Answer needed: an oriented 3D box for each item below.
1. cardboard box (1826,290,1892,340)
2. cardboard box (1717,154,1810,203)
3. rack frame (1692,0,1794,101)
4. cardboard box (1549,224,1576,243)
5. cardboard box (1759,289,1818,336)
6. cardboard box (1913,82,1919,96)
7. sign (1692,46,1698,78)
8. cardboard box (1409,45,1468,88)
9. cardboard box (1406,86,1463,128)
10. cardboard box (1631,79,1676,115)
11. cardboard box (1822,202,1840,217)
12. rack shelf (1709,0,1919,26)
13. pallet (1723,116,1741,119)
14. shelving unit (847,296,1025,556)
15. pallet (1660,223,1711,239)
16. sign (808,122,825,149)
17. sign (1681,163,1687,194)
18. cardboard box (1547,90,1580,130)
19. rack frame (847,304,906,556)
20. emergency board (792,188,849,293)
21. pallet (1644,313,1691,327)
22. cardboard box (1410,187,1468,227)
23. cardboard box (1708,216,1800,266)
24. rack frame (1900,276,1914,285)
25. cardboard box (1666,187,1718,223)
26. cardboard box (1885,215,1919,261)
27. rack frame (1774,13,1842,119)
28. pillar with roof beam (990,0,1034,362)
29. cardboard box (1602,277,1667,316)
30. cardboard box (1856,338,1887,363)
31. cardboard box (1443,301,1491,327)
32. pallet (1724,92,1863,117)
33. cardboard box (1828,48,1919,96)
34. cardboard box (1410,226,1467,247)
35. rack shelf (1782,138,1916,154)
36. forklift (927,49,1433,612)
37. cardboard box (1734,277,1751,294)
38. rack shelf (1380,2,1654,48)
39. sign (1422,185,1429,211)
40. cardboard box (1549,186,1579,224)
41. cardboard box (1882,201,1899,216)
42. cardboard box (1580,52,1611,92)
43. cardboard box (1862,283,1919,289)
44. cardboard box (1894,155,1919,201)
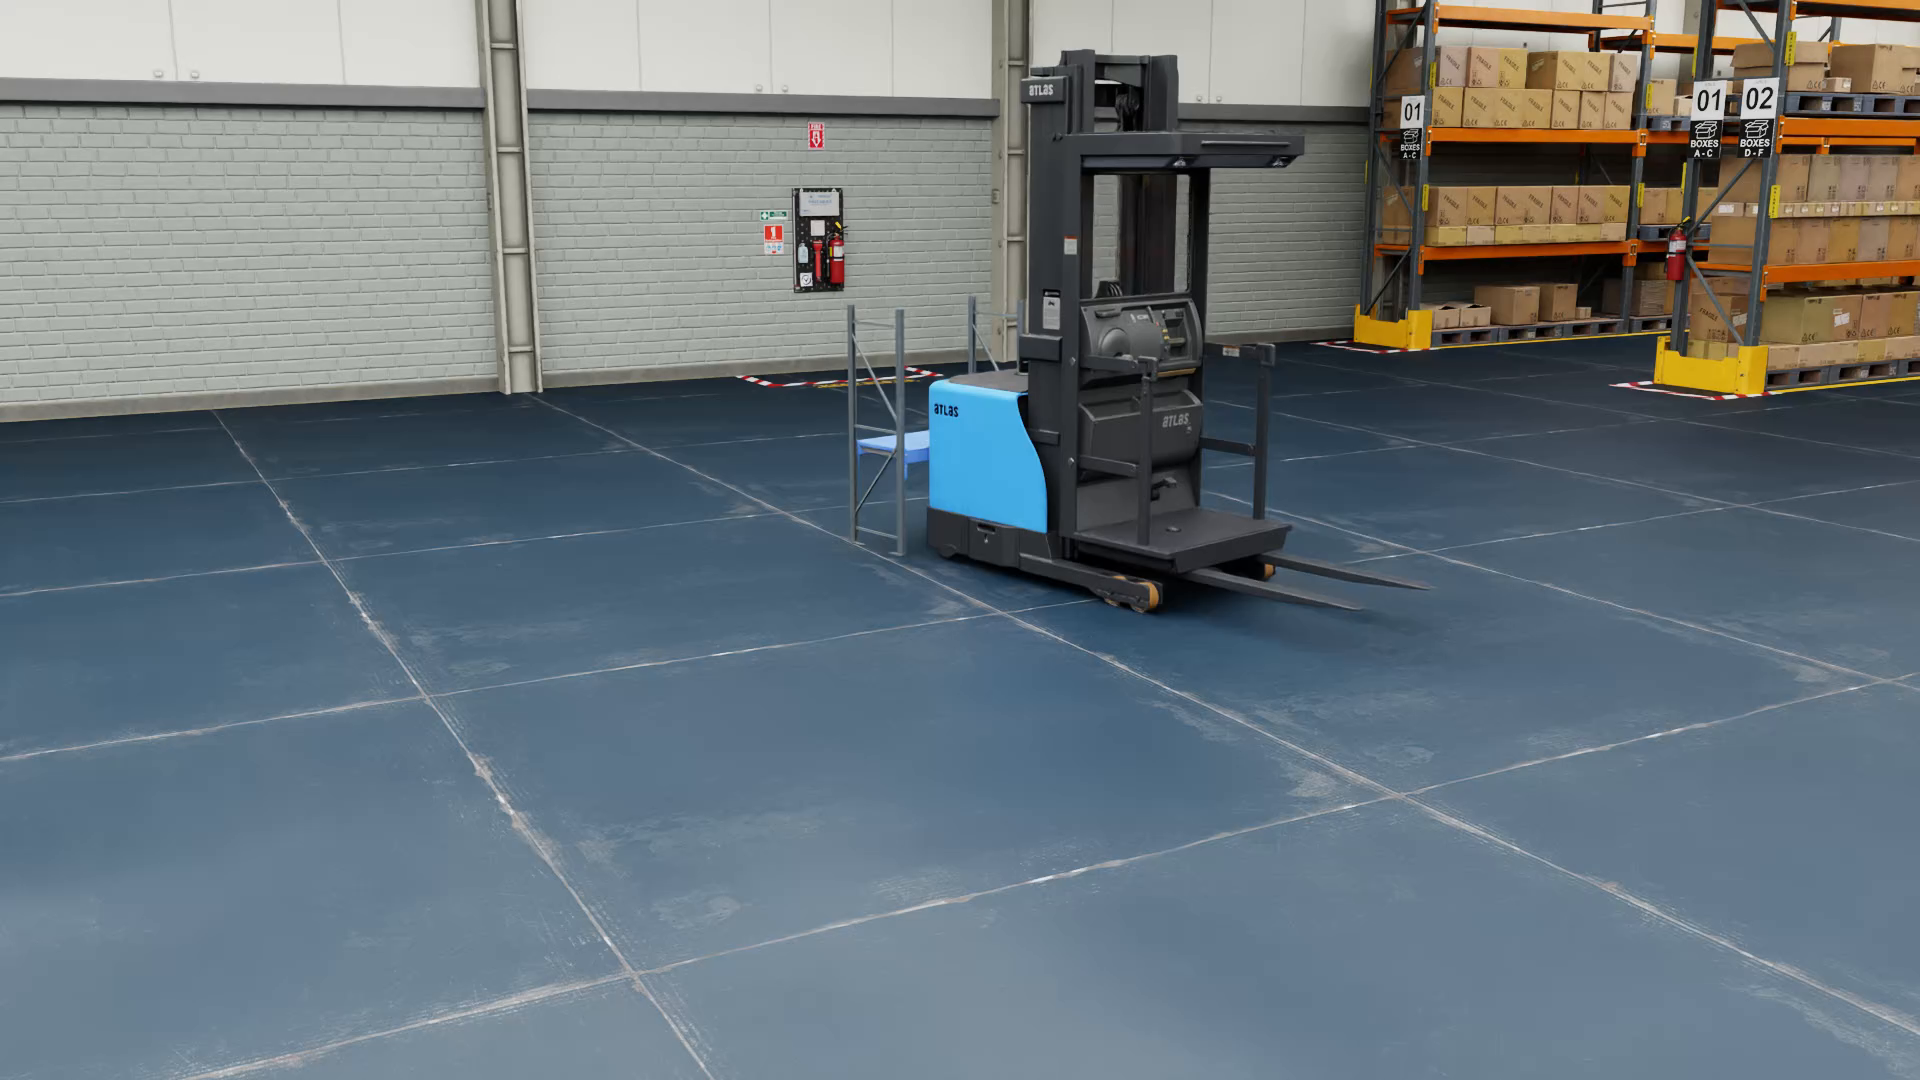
[{"bbox_3d":[9.957,-2.505,18.505,0.500,0.500,0.500,-7,14,-28],"label":"cardboard box"},{"bbox_3d":[8.524,-3.839,17.651,0.500,0.500,0.700,-7,14,-28],"label":"cardboard box"},{"bbox_3d":[8.062,-6.031,16.914,0.127,3.000,1.000,-7,14,-28],"label":"rack frame"},{"bbox_3d":[8.050,-4.201,22.742,0.500,0.250,0.500,-7,14,-28],"label":"cardboard box"},{"bbox_3d":[9.261,-2.556,18.732,0.500,0.500,0.500,-7,14,-28],"label":"cardboard box"},{"bbox_3d":[10.645,-4.960,18.282,0.250,0.149,0.380,-7,14,-28],"label":"cardboard box"},{"bbox_3d":[7.814,-5.067,17.626,0.005,0.325,0.100,-7,14,-28],"label":"sign"},{"bbox_3d":[6.140,-6.062,21.333,0.500,0.500,0.500,-8,15,-32],"label":"cardboard box"},{"bbox_3d":[6.098,-5.568,21.413,0.500,0.500,0.500,-6,14,-26],"label":"cardboard box"},{"bbox_3d":[9.714,-6.239,23.483,0.500,0.500,0.500,-5,13,-20],"label":"cardboard box"},{"bbox_3d":[9.182,-3.550,17.847,0.250,0.149,0.380,-7,14,-29],"label":"cardboard box"},{"bbox_3d":[9.817,-5.696,17.972,4.000,0.370,1.077,-7,14,-28],"label":"rack shelf"},{"bbox_3d":[10.698,-6.006,24.059,1.003,0.211,1.213,-7,14,-28],"label":"pallet"},{"bbox_3d":[-0.140,-0.750,10.526,1.048,1.500,0.538,-11,17,-41],"label":"shelving unit"},{"bbox_3d":[10.989,-4.591,24.613,1.213,0.211,1.003,-7,14,-28],"label":"pallet"},{"bbox_3d":[-1.623,-4.565,18.781,0.199,0.298,0.001,-7,14,-28],"label":"sign"},{"bbox_3d":[7.814,-3.891,17.891,0.005,0.325,0.100,-7,14,-28],"label":"sign"},{"bbox_3d":[7.953,-5.785,22.376,0.500,0.500,0.500,-7,15,-30],"label":"cardboard box"},{"bbox_3d":[-0.513,-0.674,10.189,0.032,1.500,0.500,-11,17,-41],"label":"rack frame"},{"bbox_3d":[-1.569,-3.415,18.954,0.643,1.169,0.194,-7,14,-28],"label":"emergency board"},{"bbox_3d":[10.951,-3.331,24.928,1.213,0.211,1.003,-7,14,-28],"label":"pallet"},{"bbox_3d":[6.248,-4.354,21.711,0.500,0.500,0.500,-7,14,-28],"label":"cardboard box"},{"bbox_3d":[8.478,-3.200,17.769,0.500,0.500,0.700,-7,14,-28],"label":"cardboard box"},{"bbox_3d":[11.573,-3.525,19.443,0.127,3.000,1.000,-7,14,-28],"label":"rack frame"},{"bbox_3d":[10.716,-4.923,24.422,0.500,0.500,0.700,-5,14,-20],"label":"cardboard box"},{"bbox_3d":[10.284,-3.418,18.736,0.500,0.500,0.700,-7,14,-27],"label":"cardboard box"},{"bbox_3d":[12.707,-7.827,24.894,0.127,3.000,1.000,-7,14,-28],"label":"rack frame"},{"bbox_3d":[2.681,-5.765,15.731,0.400,9.000,9.100,-7,14,-28],"label":"pillar with roof beam"},{"bbox_3d":[9.834,-3.556,24.267,0.500,0.500,0.700,-6,14,-26],"label":"cardboard box"},{"bbox_3d":[9.957,-2.139,18.589,0.500,0.250,0.500,-7,14,-28],"label":"cardboard box"},{"bbox_3d":[6.836,-3.077,22.573,0.500,0.311,0.500,-6,14,-23],"label":"cardboard box"},{"bbox_3d":[8.695,-4.594,17.562,1.213,0.211,1.003,-7,14,-28],"label":"pallet"},{"bbox_3d":[10.067,-5.164,18.379,0.637,0.503,0.797,-5,14,-22],"label":"cardboard box"},{"bbox_3d":[6.266,-3.986,21.784,0.500,0.250,0.500,-7,15,-29],"label":"cardboard box"},{"bbox_3d":[14.462,-6.223,26.237,4.000,0.370,1.077,-7,14,-28],"label":"rack shelf"},{"bbox_3d":[1.162,-1.168,9.125,1.130,2.935,3.031,-11,17,-41],"label":"forklift"},{"bbox_3d":[11.592,-3.778,25.256,0.500,0.500,0.700,-7,14,-28],"label":"cardboard box"},{"bbox_3d":[7.441,-6.844,22.169,4.000,0.370,1.077,-7,14,-28],"label":"rack shelf"},{"bbox_3d":[5.945,-4.377,21.253,0.005,0.325,0.100,-7,14,-28],"label":"sign"},{"bbox_3d":[8.047,-4.568,22.665,0.500,0.500,0.500,-7,15,-29],"label":"cardboard box"},{"bbox_3d":[10.090,-3.659,18.331,0.250,0.149,0.380,-6,14,-26],"label":"cardboard box"},{"bbox_3d":[8.408,-6.325,22.498,0.500,0.500,0.500,-6,14,-25],"label":"cardboard box"},{"bbox_3d":[11.016,-2.766,19.667,0.500,0.500,0.500,-7,14,-28],"label":"cardboard box"},{"bbox_3d":[10.304,-4.053,18.606,0.500,0.500,0.700,-7,14,-28],"label":"cardboard box"}]
